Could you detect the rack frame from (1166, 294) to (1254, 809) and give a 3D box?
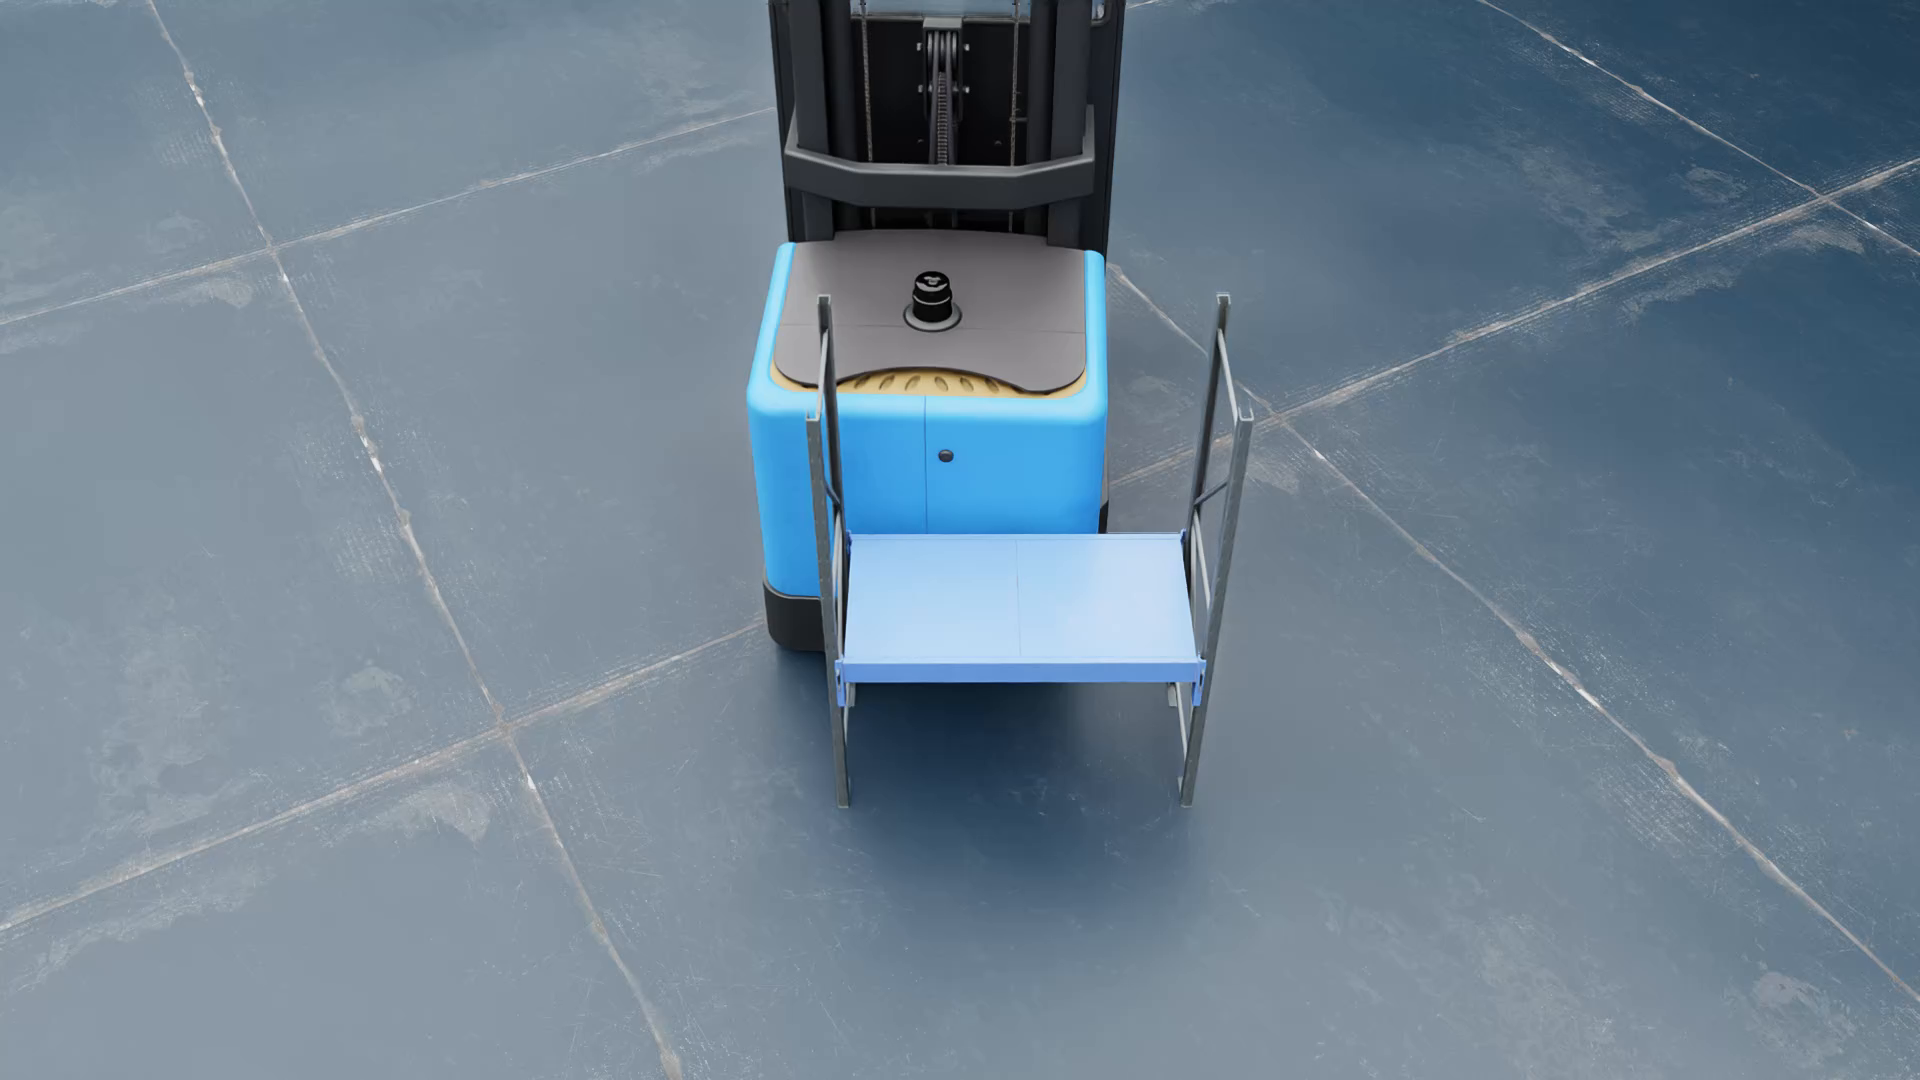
[{"bbox_3d":[0.671,0.084,4.586,0.032,1.500,0.500,0,44,0],"label":"rack frame"}]

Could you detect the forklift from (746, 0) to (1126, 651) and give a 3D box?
[{"bbox_3d":[-0.029,-1.689,5.386,1.130,2.935,3.031,2,44,2],"label":"forklift"}]

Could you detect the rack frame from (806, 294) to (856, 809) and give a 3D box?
[{"bbox_3d":[-0.346,0.086,4.584,0.032,1.500,0.500,0,44,0],"label":"rack frame"}]

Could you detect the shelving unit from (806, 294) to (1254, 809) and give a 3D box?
[{"bbox_3d":[0.163,0.085,4.585,1.048,1.500,0.538,0,44,0],"label":"shelving unit"}]

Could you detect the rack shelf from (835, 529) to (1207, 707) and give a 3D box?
[{"bbox_3d":[0.163,0.214,4.710,1.000,0.185,0.538,0,44,0],"label":"rack shelf"}]
